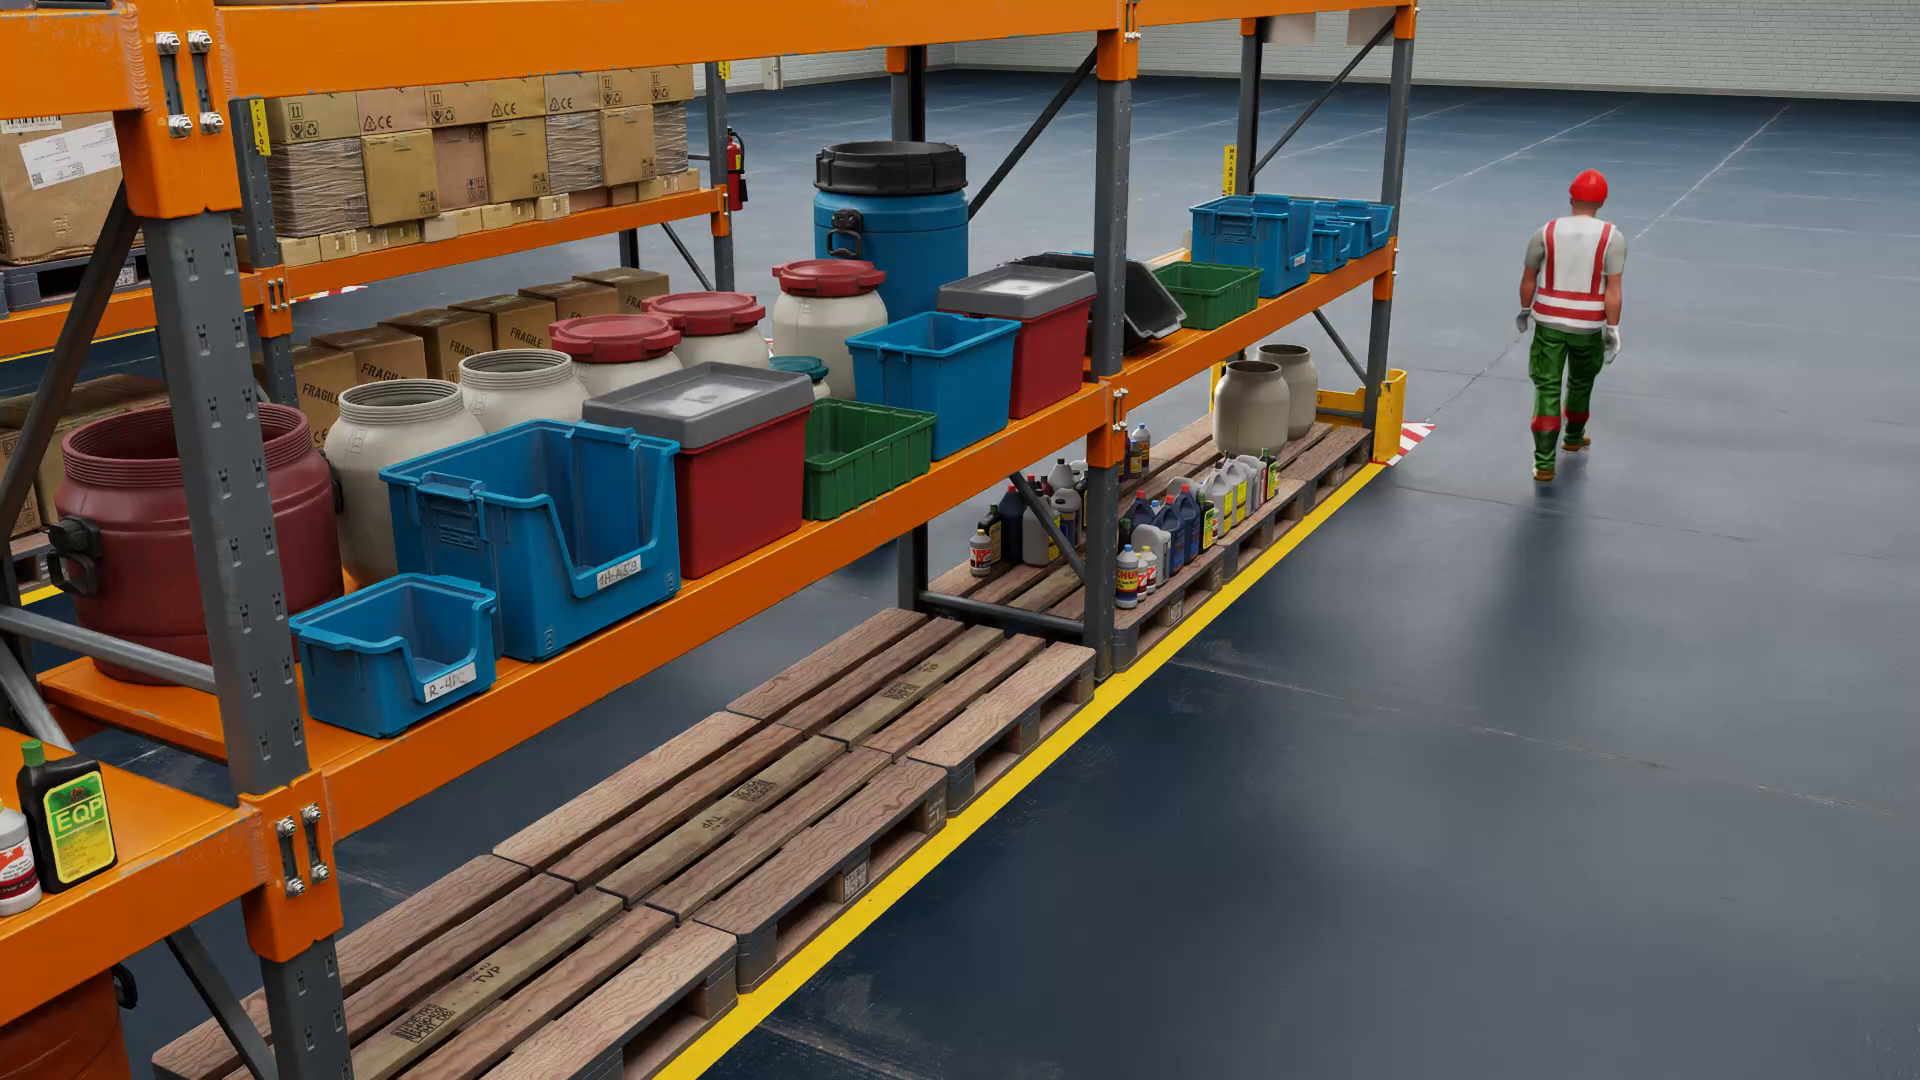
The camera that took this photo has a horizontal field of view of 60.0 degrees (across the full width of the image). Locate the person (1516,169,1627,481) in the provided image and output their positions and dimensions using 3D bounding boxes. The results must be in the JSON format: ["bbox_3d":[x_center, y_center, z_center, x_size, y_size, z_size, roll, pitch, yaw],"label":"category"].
[{"bbox_3d":[3.538,-1.292,9.672,0.577,1.737,0.995,7,20,18],"label":"person"}]
